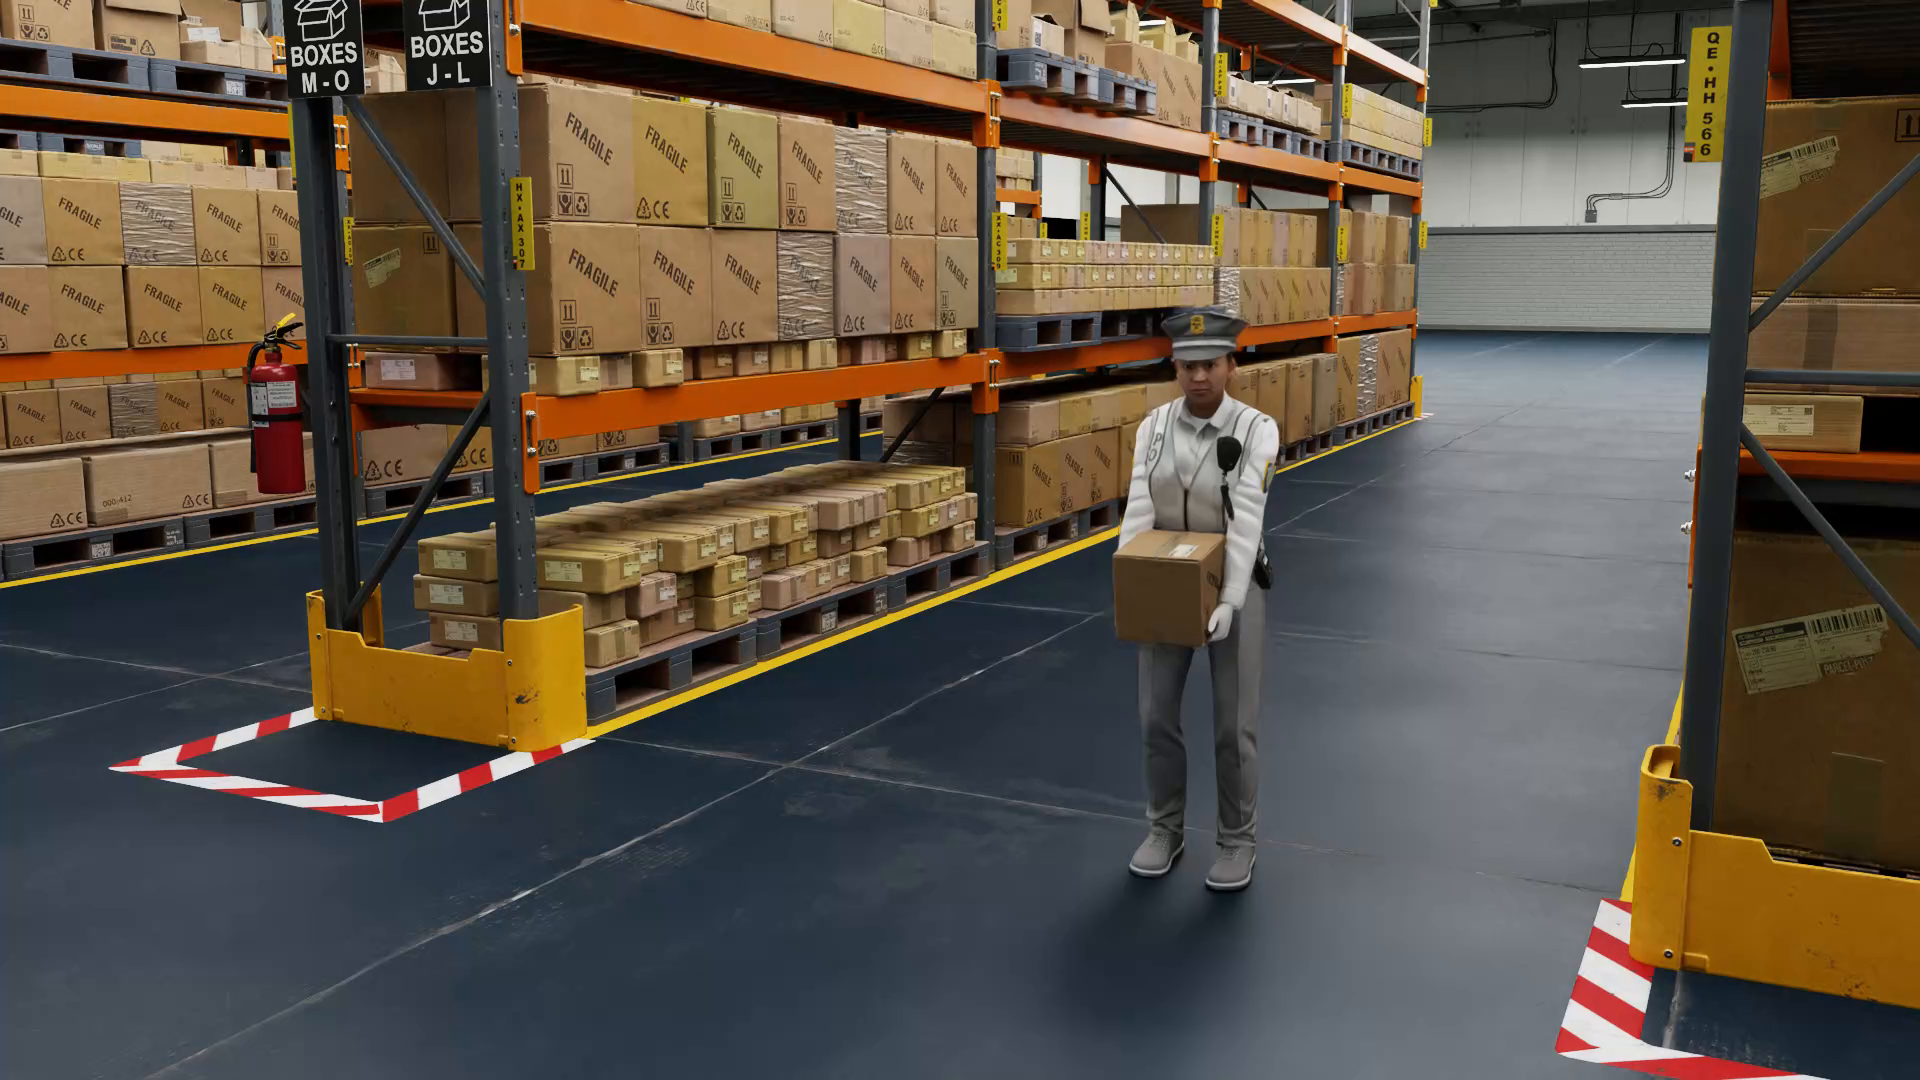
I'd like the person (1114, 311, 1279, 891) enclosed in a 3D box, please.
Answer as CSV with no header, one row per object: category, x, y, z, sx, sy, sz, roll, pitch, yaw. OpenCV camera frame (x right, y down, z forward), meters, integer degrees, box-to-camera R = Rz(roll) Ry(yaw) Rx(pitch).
person,0.681,0.181,4.775,0.415,1.665,0.542,4,10,25
